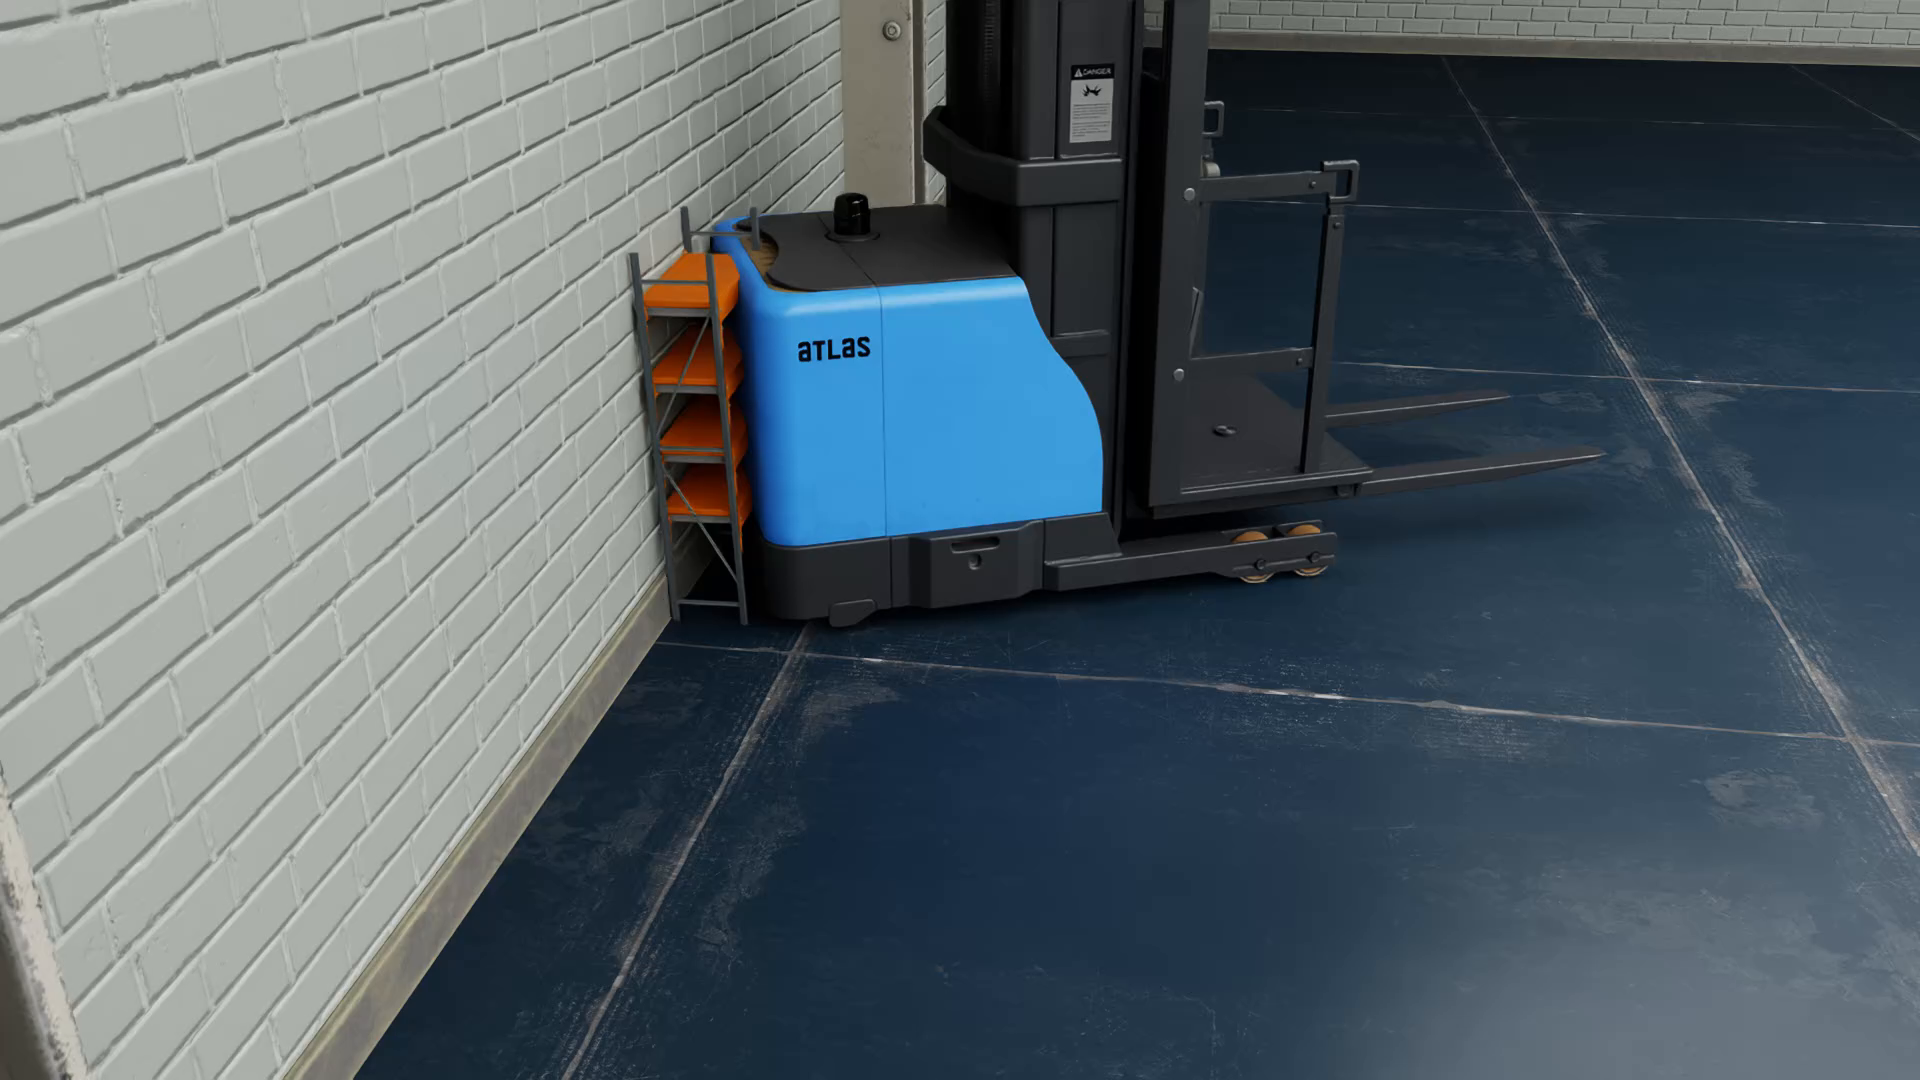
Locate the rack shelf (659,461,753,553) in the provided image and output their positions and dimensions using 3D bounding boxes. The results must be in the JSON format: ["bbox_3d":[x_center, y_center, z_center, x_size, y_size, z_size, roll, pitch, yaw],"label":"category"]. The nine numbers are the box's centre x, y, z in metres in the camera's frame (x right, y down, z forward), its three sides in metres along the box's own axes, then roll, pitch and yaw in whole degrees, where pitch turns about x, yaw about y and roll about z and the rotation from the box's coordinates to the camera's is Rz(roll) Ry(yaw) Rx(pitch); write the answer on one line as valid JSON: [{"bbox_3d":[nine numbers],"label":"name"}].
[{"bbox_3d":[-0.753,-0.138,5.272,0.258,0.148,0.480,2,27,8],"label":"rack shelf"}]

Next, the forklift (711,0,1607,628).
[{"bbox_3d":[0.742,-1.394,5.271,3.031,2.935,1.130,-7,26,-14],"label":"forklift"}]

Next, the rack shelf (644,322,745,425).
[{"bbox_3d":[-0.764,-0.516,5.084,0.258,0.148,0.480,2,27,8],"label":"rack shelf"}]

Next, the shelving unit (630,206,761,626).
[{"bbox_3d":[-0.760,-0.376,5.153,0.258,1.200,0.503,2,27,8],"label":"shelving unit"}]

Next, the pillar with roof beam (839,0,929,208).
[{"bbox_3d":[3.920,-4.712,5.201,9.100,9.000,0.400,4,25,9],"label":"pillar with roof beam"}]

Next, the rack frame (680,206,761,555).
[{"bbox_3d":[-0.725,-0.484,5.369,0.240,1.200,0.015,2,27,8],"label":"rack frame"}]

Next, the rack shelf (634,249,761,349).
[{"bbox_3d":[-0.770,-0.727,4.978,0.258,0.148,0.480,2,27,8],"label":"rack shelf"}]

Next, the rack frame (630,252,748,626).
[{"bbox_3d":[-0.795,-0.267,4.938,0.240,1.200,0.015,2,27,8],"label":"rack frame"}]

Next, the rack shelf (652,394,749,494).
[{"bbox_3d":[-0.758,-0.316,5.183,0.258,0.148,0.480,2,27,8],"label":"rack shelf"}]
